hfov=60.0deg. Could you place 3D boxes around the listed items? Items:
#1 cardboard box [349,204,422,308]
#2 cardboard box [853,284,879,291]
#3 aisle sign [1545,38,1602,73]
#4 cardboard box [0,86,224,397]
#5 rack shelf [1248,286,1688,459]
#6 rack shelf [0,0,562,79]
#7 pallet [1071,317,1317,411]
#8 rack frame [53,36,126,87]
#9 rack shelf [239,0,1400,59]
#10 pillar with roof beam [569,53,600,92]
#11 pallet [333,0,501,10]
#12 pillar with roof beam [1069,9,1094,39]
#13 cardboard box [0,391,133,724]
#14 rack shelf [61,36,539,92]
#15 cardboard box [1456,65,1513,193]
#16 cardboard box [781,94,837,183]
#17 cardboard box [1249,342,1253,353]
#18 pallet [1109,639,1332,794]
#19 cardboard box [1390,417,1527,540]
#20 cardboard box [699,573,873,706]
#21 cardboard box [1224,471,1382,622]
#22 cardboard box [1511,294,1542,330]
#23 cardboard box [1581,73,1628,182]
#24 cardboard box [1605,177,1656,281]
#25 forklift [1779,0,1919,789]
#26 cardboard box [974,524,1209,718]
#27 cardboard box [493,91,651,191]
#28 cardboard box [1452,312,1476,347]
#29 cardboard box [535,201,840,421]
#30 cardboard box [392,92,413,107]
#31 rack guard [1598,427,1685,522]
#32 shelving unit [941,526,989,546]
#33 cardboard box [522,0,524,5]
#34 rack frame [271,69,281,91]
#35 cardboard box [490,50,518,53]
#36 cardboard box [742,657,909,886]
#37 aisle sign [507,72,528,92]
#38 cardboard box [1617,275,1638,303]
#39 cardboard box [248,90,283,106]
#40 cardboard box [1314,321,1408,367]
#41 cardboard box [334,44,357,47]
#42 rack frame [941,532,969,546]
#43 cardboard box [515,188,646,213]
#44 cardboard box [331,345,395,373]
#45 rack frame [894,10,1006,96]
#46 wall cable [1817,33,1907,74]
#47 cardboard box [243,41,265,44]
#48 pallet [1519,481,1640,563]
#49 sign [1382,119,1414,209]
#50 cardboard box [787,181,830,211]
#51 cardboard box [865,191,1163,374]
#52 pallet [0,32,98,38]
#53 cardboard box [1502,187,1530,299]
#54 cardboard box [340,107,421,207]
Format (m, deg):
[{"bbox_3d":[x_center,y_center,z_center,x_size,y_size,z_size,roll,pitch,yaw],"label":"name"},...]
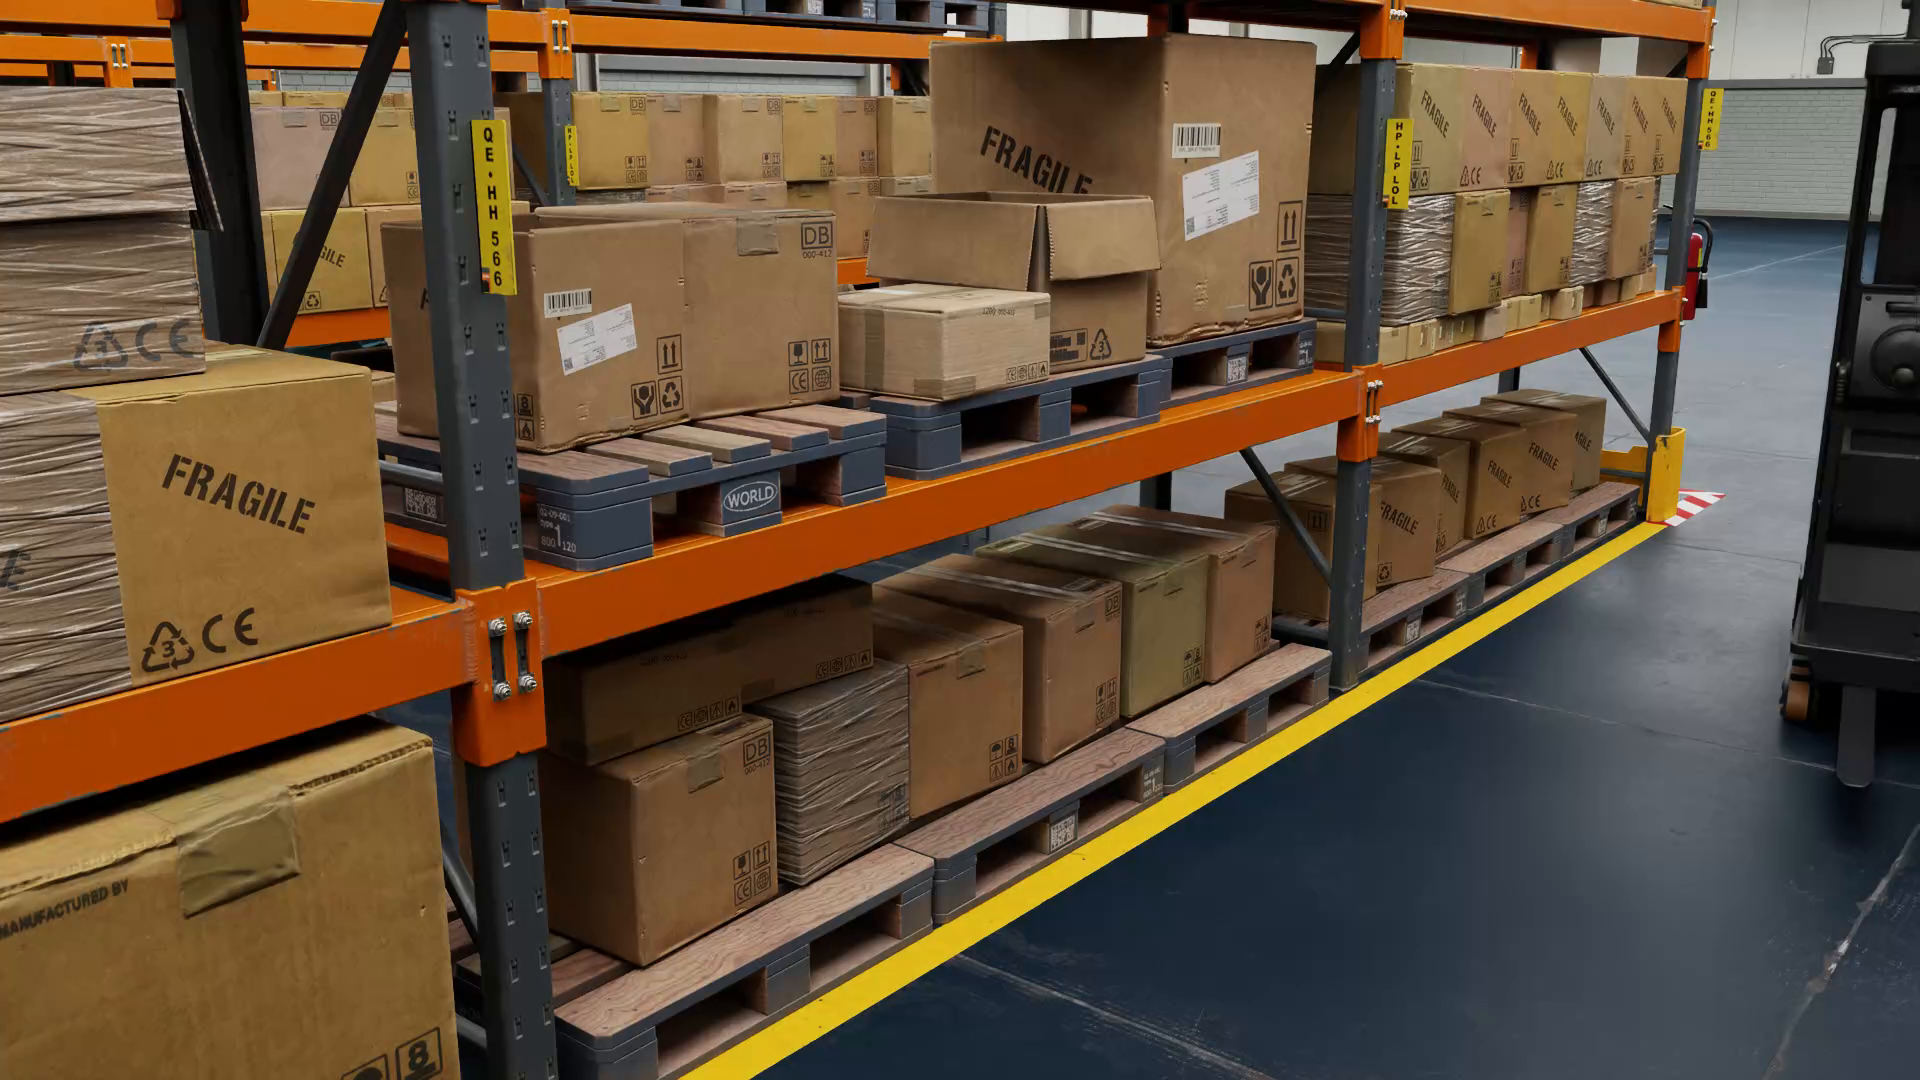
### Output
[{"bbox_3d":[-3.039,-1.519,8.808,0.500,0.500,0.500,11,18,37],"label":"cardboard box"},{"bbox_3d":[-1.013,-1.340,11.767,0.875,0.875,0.875,11,18,37],"label":"cardboard box"},{"bbox_3d":[3.513,-3.006,9.585,0.394,0.787,0.004,11,18,38],"label":"aisle sign"},{"bbox_3d":[-1.793,-0.553,2.967,0.797,0.503,0.637,12,19,39],"label":"cardboard box"},{"bbox_3d":[2.450,-0.956,8.256,1.077,0.370,4.000,11,18,38],"label":"rack shelf"},{"bbox_3d":[-3.858,-2.431,7.969,1.077,0.370,4.000,11,18,38],"label":"rack shelf"},{"bbox_3d":[0.600,-0.705,6.196,1.003,0.211,1.213,11,18,38],"label":"pallet"},{"bbox_3d":[-6.515,-2.455,12.697,1.000,3.000,0.127,11,18,38],"label":"rack frame"},{"bbox_3d":[-0.064,-1.644,4.871,1.077,0.370,4.000,11,18,38],"label":"rack shelf"},{"bbox_3d":[-1.883,-7.386,19.919,9.100,9.000,0.400,11,18,38],"label":"pillar with roof beam"},{"bbox_3d":[-3.139,-2.887,8.691,0.805,0.209,1.217,10,18,35],"label":"pallet"},{"bbox_3d":[5.659,-9.684,28.965,9.100,9.000,0.400,11,18,38],"label":"pillar with roof beam"},{"bbox_3d":[-1.756,0.023,2.737,0.500,0.500,0.500,11,18,37],"label":"cardboard box"},{"bbox_3d":[-5.258,-3.944,13.924,1.077,0.370,4.000,11,18,38],"label":"rack shelf"},{"bbox_3d":[1.987,-1.742,7.050,0.500,0.500,0.500,11,18,38],"label":"cardboard box"},{"bbox_3d":[-1.314,-2.678,11.076,0.875,0.550,0.500,11,18,38],"label":"cardboard box"},{"bbox_3d":[1.100,-0.887,7.032,0.380,0.149,0.250,11,18,38],"label":"cardboard box"},{"bbox_3d":[0.705,0.579,6.415,1.003,0.211,1.213,11,18,38],"label":"pallet"},{"bbox_3d":[2.545,-0.326,8.539,0.500,0.500,0.500,14,20,43],"label":"cardboard box"},{"bbox_3d":[-0.597,0.243,4.735,0.500,0.250,0.500,-14,20,-43],"label":"cardboard box"},{"bbox_3d":[1.476,0.016,7.193,0.500,0.500,0.500,11,18,36],"label":"cardboard box"},{"bbox_3d":[2.495,-1.084,7.809,0.380,0.149,0.250,11,18,38],"label":"cardboard box"},{"bbox_3d":[2.928,-2.030,8.182,0.500,0.500,0.500,11,18,38],"label":"cardboard box"},{"bbox_3d":[3.119,-1.665,8.778,0.875,0.500,0.500,11,18,38],"label":"cardboard box"},{"bbox_3d":[3.781,-0.728,6.035,1.130,2.935,3.031,8,16,28],"label":"forklift"},{"bbox_3d":[0.476,0.279,6.116,0.700,0.500,0.500,11,18,37],"label":"cardboard box"},{"bbox_3d":[-2.342,-2.370,9.863,0.875,0.550,0.550,11,18,38],"label":"cardboard box"},{"bbox_3d":[2.015,-0.942,7.250,0.380,0.149,0.250,11,18,38],"label":"cardboard box"},{"bbox_3d":[-0.739,-0.640,4.494,0.500,0.500,0.700,-13,19,-41],"label":"cardboard box"},{"bbox_3d":[-4.716,-3.558,14.198,0.700,0.500,0.500,11,18,37],"label":"cardboard box"},{"bbox_3d":[3.660,-0.462,9.926,1.175,0.500,0.348,11,18,38],"label":"rack guard"},{"bbox_3d":[0.009,-0.584,8.986,0.258,1.200,0.189,11,18,38],"label":"shelving unit"},{"bbox_3d":[-3.984,-4.830,14.841,0.380,0.149,0.250,11,18,38],"label":"cardboard box"},{"bbox_3d":[-7.864,-3.989,18.733,1.000,3.000,0.127,11,18,38],"label":"rack frame"},{"bbox_3d":[-4.138,-4.389,14.727,0.380,0.149,0.250,11,18,38],"label":"cardboard box"},{"bbox_3d":[-0.576,0.603,4.841,0.700,0.500,0.500,9,17,33],"label":"cardboard box"},{"bbox_3d":[-4.203,-4.541,15.628,0.394,0.787,0.004,11,18,38],"label":"aisle sign"},{"bbox_3d":[3.414,-1.376,8.958,0.380,0.149,0.250,11,18,38],"label":"cardboard box"},{"bbox_3d":[-5.731,-3.278,13.096,0.700,0.500,0.500,11,18,38],"label":"cardboard box"},{"bbox_3d":[1.562,-0.795,6.670,0.380,0.149,0.250,11,18,38],"label":"cardboard box"},{"bbox_3d":[-5.156,-4.105,13.608,0.380,0.149,0.250,11,18,38],"label":"cardboard box"},{"bbox_3d":[-0.048,-0.567,8.917,0.240,1.200,0.006,11,18,38],"label":"rack frame"},{"bbox_3d":[-2.378,-1.854,10.024,0.875,0.550,0.550,11,18,38],"label":"cardboard box"},{"bbox_3d":[-2.921,-0.689,9.460,1.050,0.750,0.750,11,18,37],"label":"cardboard box"},{"bbox_3d":[-0.087,-2.475,12.773,1.000,3.000,0.127,11,18,38],"label":"rack frame"},{"bbox_3d":[20.107,-13.184,35.836,2.305,6.003,0.169,11,18,38],"label":"wall cable"},{"bbox_3d":[-5.662,-3.957,13.026,0.380,0.149,0.250,12,19,39],"label":"cardboard box"},{"bbox_3d":[3.122,-0.172,9.370,1.003,0.211,1.213,11,18,38],"label":"pallet"},{"bbox_3d":[1.627,-1.398,6.182,0.100,0.325,0.005,11,18,38],"label":"sign"},{"bbox_3d":[-1.364,-2.165,11.249,0.875,0.550,0.500,11,18,38],"label":"cardboard box"},{"bbox_3d":[0.176,-0.829,5.232,0.797,0.503,0.637,14,20,43],"label":"cardboard box"},{"bbox_3d":[-6.985,-3.717,11.950,1.213,0.211,1.003,11,18,38],"label":"pallet"},{"bbox_3d":[2.102,-1.393,7.706,0.875,0.500,0.500,11,18,38],"label":"cardboard box"},{"bbox_3d":[-3.230,-2.047,8.855,0.700,0.500,0.500,11,18,37],"label":"cardboard box"}]
